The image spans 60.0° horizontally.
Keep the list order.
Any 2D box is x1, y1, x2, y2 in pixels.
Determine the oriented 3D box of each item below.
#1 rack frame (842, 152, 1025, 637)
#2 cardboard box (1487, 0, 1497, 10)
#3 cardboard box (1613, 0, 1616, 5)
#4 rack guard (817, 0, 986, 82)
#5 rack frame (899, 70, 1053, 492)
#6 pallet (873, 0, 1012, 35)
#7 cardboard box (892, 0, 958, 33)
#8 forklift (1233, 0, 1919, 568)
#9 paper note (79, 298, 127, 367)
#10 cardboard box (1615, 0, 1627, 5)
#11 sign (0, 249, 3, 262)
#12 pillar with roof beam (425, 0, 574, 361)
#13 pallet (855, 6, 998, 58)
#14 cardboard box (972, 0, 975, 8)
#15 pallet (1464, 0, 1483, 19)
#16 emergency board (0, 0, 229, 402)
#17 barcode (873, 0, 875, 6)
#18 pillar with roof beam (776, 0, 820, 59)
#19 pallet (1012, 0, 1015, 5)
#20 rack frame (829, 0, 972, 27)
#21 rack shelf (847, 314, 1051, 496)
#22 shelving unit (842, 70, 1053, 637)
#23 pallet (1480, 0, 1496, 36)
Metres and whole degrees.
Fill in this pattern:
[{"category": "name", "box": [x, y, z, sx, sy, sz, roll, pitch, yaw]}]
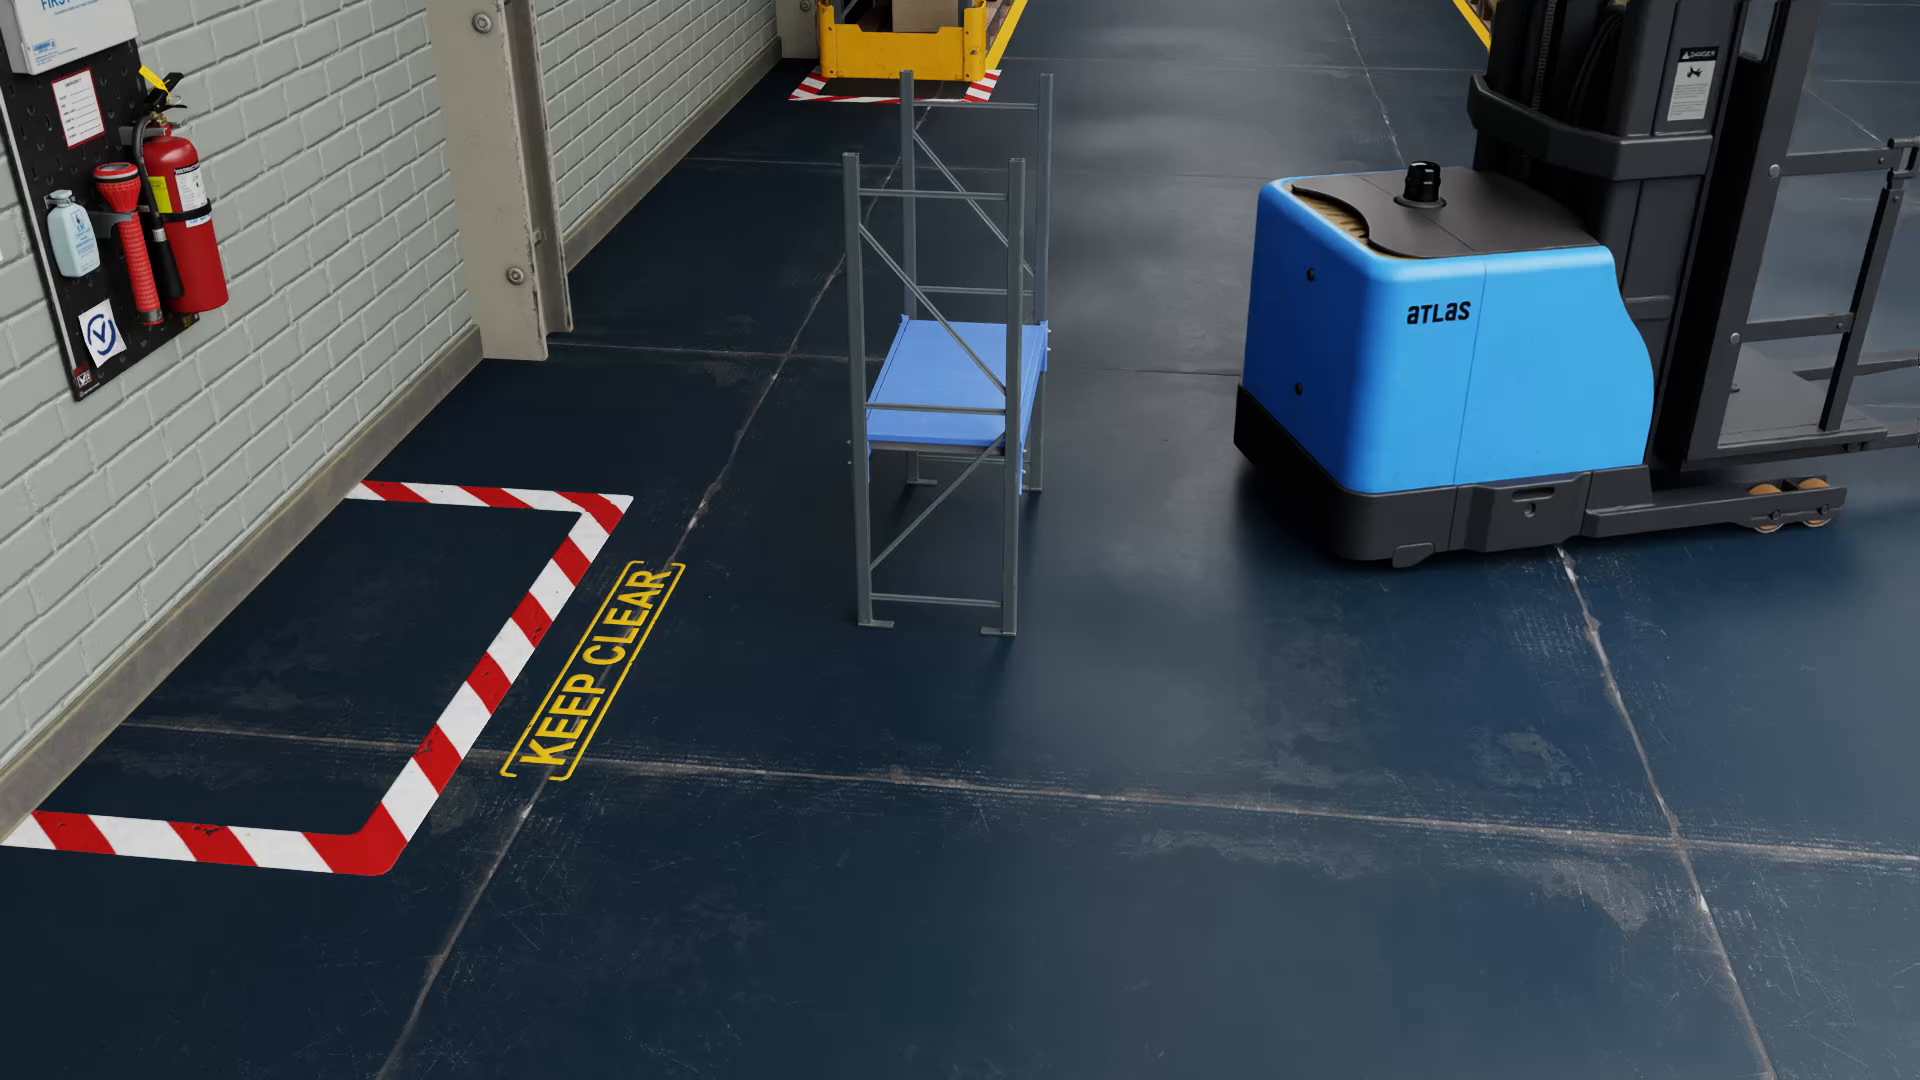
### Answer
[{"category": "rack frame", "box": [-0.073, -0.381, 4.876, 0.500, 1.500, 0.032, 3, 28, 6]}, {"category": "cardboard box", "box": [4.443, -4.307, 13.039, 0.500, 0.250, 0.500, 3, 28, 6]}, {"category": "cardboard box", "box": [4.269, -3.931, 11.549, 0.500, 0.500, 0.500, 3, 28, 6]}, {"category": "rack guard", "box": [-0.409, -3.578, 11.864, 1.175, 0.500, 0.348, 3, 28, 6]}, {"category": "rack frame", "box": [0.052, -0.859, 5.764, 0.500, 1.500, 0.032, 3, 28, 6]}, {"category": "pallet", "box": [-0.123, -4.404, 13.702, 1.003, 0.211, 1.213, 3, 28, 6]}, {"category": "cardboard box", "box": [-0.245, -3.973, 12.333, 0.500, 0.311, 0.500, 0, 28, 0]}, {"category": "forklift", "box": [2.606, -1.553, 5.542, 3.031, 2.935, 1.130, -6, 29, -12]}, {"category": "paper note", "box": [-2.357, -0.570, 4.574, 0.016, 0.148, 0.142, 3, 28, 6]}, {"category": "cardboard box", "box": [4.844, -4.136, 11.930, 0.500, 0.500, 0.500, 3, 28, 6]}, {"category": "sign", "box": [-2.437, -0.799, 4.032, 0.001, 0.329, 0.234, 3, 28, 6]}, {"category": "pillar with roof beam", "box": [2.346, -4.589, 4.780, 9.100, 9.000, 0.400, 3, 28, 6]}, {"category": "pallet", "box": [-0.275, -3.831, 12.639, 1.003, 0.211, 1.213, 3, 28, 6]}, {"category": "cardboard box", "box": [-0.175, -4.242, 12.831, 0.500, 0.311, 0.500, 6, 29, 10]}, {"category": "pallet", "box": [4.849, -4.640, 14.140, 1.003, 0.211, 1.213, 3, 28, 6]}, {"category": "emergency board", "box": [-2.267, -1.037, 4.513, 0.194, 1.169, 0.643, 3, 28, 6]}, {"category": "barcode", "box": [-0.639, -4.009, 12.390, 0.001, 0.075, 0.075, 3, 28, 6]}, {"category": "pillar with roof beam", "box": [3.081, -7.413, 10.023, 9.100, 9.000, 0.400, 3, 28, 6]}, {"category": "pallet", "box": [0.024, -4.980, 14.771, 1.003, 0.211, 1.213, 3, 28, 6]}, {"category": "rack frame", "box": [-0.419, -4.643, 11.205, 1.000, 3.000, 0.127, 3, 28, 6]}, {"category": "rack shelf", "box": [-0.010, -0.462, 5.405, 0.538, 0.185, 1.000, 3, 28, 6]}, {"category": "shelving unit", "box": [-0.010, -0.620, 5.320, 0.538, 1.500, 1.048, 3, 28, 6]}, {"category": "pallet", "box": [4.702, -4.064, 13.071, 1.003, 0.211, 1.213, 3, 28, 6]}]
